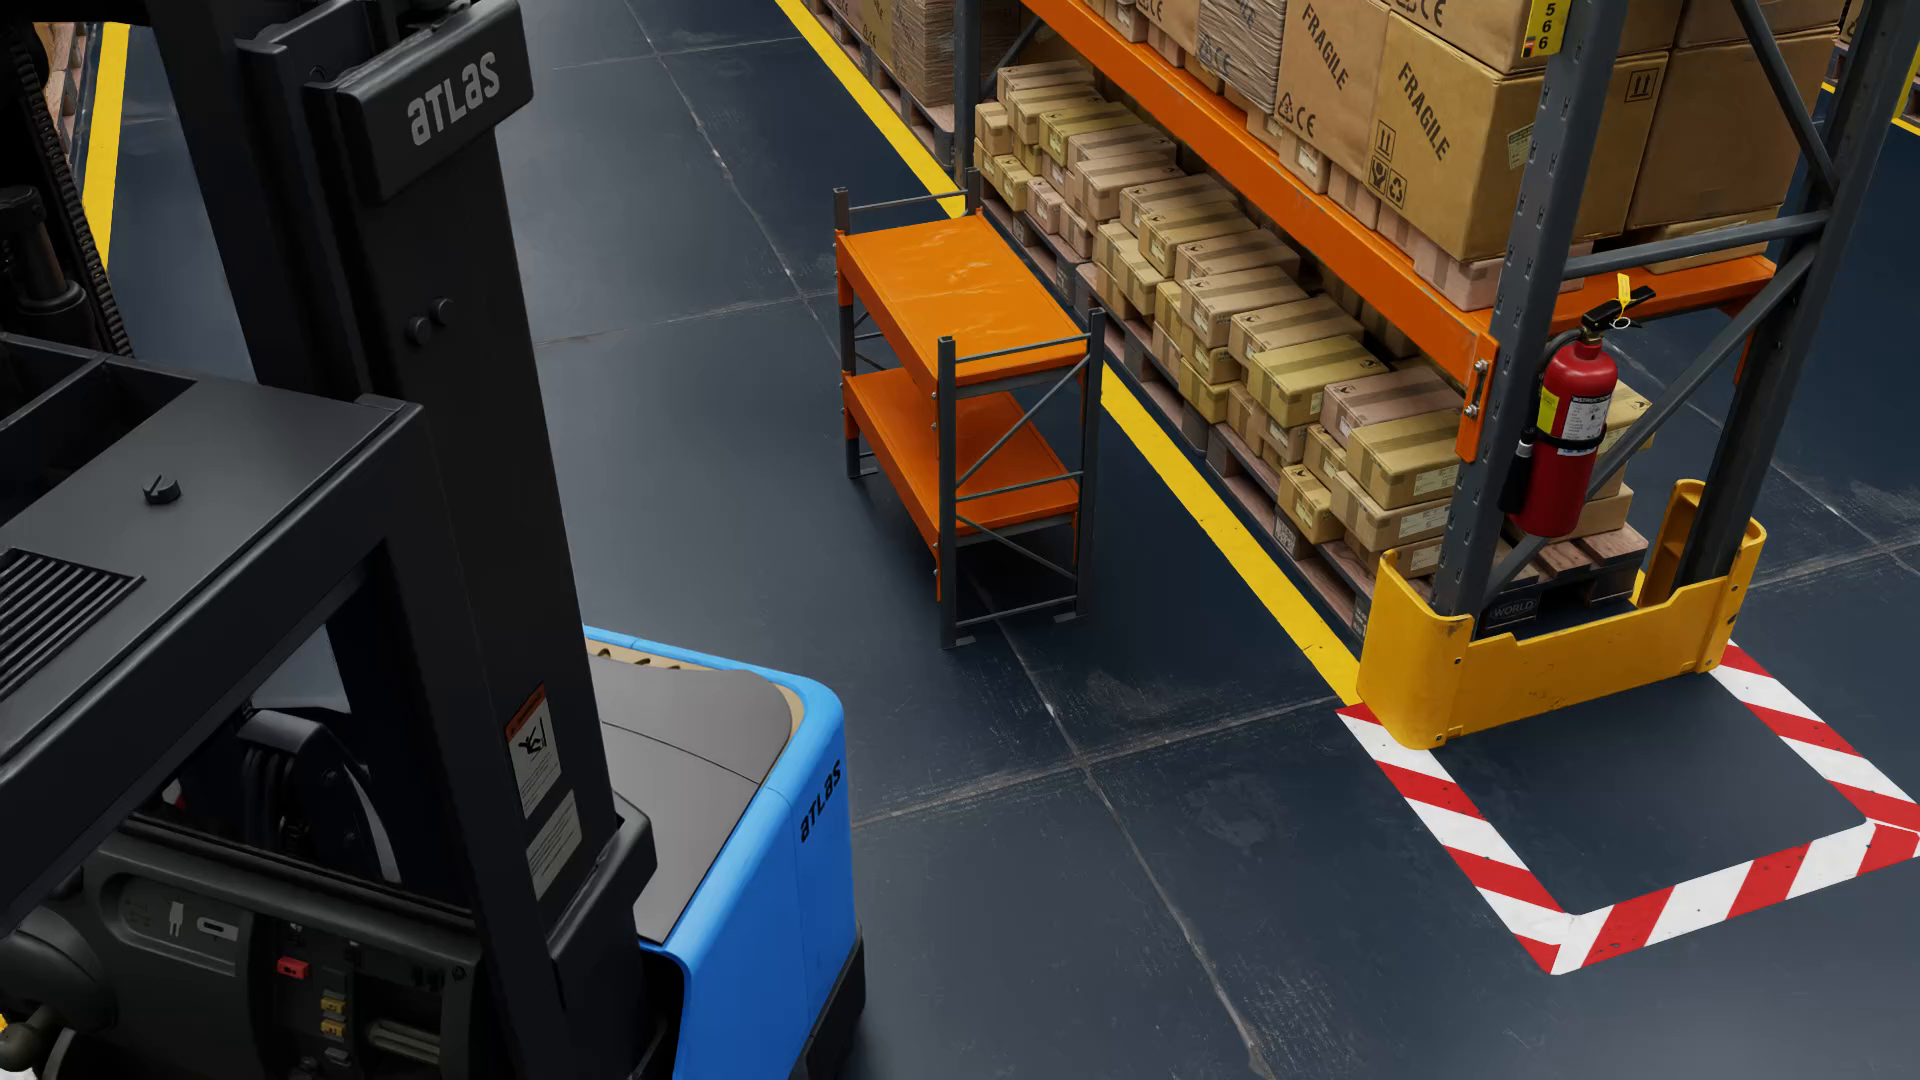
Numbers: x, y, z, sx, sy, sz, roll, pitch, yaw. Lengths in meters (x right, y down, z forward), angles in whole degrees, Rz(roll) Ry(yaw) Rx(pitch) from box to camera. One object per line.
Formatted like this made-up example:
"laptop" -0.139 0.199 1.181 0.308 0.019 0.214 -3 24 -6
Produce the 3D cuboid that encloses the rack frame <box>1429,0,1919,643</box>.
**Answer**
"rack frame" 1.838 -0.739 4.238 1.000 3.000 0.127 -12 39 -16

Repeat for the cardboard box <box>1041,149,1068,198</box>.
"cardboard box" 0.575 -1.621 7.182 0.380 0.149 0.250 -13 39 -16

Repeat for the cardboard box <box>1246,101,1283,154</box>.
"cardboard box" 1.137 -1.345 5.252 0.380 0.149 0.250 -14 39 -18

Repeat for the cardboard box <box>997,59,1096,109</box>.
"cardboard box" 0.386 -2.028 7.475 0.380 0.149 0.250 -11 38 -14

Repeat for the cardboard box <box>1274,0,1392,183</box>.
"cardboard box" 1.269 -1.390 4.772 0.500 0.500 0.500 -13 39 -17

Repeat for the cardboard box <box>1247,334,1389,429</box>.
"cardboard box" 1.177 -0.526 5.481 0.380 0.149 0.250 -13 39 -17

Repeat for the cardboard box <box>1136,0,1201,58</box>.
"cardboard box" 0.924 -1.959 5.527 0.500 0.500 0.500 -11 38 -14

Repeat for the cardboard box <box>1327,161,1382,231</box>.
"cardboard box" 1.310 -1.051 4.861 0.380 0.149 0.250 -13 39 -16

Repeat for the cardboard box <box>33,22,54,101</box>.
"cardboard box" -5.065 -2.583 8.103 0.875 0.875 0.875 -12 39 -15

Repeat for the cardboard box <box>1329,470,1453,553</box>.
"cardboard box" 1.389 -0.126 5.197 0.380 0.149 0.250 -13 39 -17

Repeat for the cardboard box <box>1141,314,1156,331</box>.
"cardboard box" 0.932 -0.898 6.470 0.380 0.149 0.250 -11 38 -15

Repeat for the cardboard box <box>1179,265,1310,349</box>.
"cardboard box" 1.003 -0.826 5.879 0.380 0.149 0.250 -11 38 -14

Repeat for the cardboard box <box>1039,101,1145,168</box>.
"cardboard box" 0.558 -1.727 7.076 0.380 0.149 0.250 -13 39 -17

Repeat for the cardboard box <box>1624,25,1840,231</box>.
"cardboard box" 1.943 -1.208 4.531 0.500 0.500 0.500 -11 38 -14

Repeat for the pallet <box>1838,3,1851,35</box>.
"pallet" 4.817 -3.275 9.922 1.003 0.211 1.213 -12 39 -16

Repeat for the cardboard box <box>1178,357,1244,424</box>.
"cardboard box" 1.024 -0.581 6.049 0.380 0.149 0.250 -14 39 -18

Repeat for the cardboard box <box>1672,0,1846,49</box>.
"cardboard box" 1.933 -1.606 4.227 0.500 0.500 0.500 -13 39 -16

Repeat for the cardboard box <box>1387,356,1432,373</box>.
"cardboard box" 1.690 -0.522 5.723 0.380 0.149 0.250 -12 39 -15

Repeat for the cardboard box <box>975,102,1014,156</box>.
"cardboard box" 0.286 -1.875 7.520 0.380 0.149 0.250 -11 38 -14

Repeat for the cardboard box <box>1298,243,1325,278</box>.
"cardboard box" 1.505 -1.111 6.258 0.380 0.149 0.250 -12 39 -15

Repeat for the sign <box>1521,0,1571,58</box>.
"sign" 1.310 -1.224 3.657 0.100 0.325 0.005 -12 39 -16

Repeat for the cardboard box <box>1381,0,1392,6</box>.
"cardboard box" 1.273 -1.790 4.472 0.500 0.500 0.500 -14 39 -17

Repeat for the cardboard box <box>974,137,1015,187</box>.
"cardboard box" 0.285 -1.755 7.608 0.380 0.149 0.250 -14 39 -18

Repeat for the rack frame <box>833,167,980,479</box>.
"rack frame" -0.173 -0.733 5.788 0.500 1.125 0.032 -12 39 -16

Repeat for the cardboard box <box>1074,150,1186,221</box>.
"cardboard box" 0.680 -1.424 6.673 0.380 0.149 0.250 -12 39 -15

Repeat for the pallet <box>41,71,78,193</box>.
"pallet" -4.911 -1.913 8.115 1.003 0.211 1.213 -12 39 -16

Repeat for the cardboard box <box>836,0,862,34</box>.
"cardboard box" -0.378 -3.114 9.120 0.500 0.500 0.500 -13 39 -17

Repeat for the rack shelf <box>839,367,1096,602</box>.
"rack shelf" 0.002 -0.250 5.554 0.538 0.278 1.000 -12 39 -16

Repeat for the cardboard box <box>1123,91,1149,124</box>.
"cardboard box" 0.954 -1.982 7.414 0.380 0.149 0.250 -12 39 -15

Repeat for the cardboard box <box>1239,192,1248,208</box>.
"cardboard box" 1.346 -1.397 6.637 0.380 0.149 0.250 -14 39 -18

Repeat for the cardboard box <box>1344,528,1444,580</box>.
"cardboard box" 1.461 -0.022 5.307 0.380 0.149 0.250 -12 39 -15

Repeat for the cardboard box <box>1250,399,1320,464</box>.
"cardboard box" 1.208 -0.419 5.586 0.380 0.149 0.250 -14 39 -18

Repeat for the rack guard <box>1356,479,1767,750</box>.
"rack guard" 1.812 0.217 5.047 1.175 0.500 0.348 -12 39 -16

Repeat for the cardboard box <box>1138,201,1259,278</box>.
"cardboard box" 0.899 -1.140 6.296 0.380 0.149 0.250 -12 39 -16

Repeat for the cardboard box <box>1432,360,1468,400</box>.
"cardboard box" 1.769 -0.503 5.450 0.380 0.149 0.250 -12 39 -15

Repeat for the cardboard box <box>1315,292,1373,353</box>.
"cardboard box" 1.523 -0.820 6.119 0.380 0.149 0.250 -14 39 -18

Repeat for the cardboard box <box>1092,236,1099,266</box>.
"cardboard box" 0.771 -1.198 6.867 0.380 0.149 0.250 -14 39 -18

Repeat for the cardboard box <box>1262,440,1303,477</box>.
"cardboard box" 1.268 -0.314 5.694 0.380 0.149 0.250 -13 39 -16

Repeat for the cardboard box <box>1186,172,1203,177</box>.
"cardboard box" 1.076 -1.574 7.120 0.380 0.149 0.250 -12 39 -16

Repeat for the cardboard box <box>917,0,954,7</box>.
"cardboard box" -0.032 -2.836 8.127 0.500 0.250 0.500 -13 39 -17

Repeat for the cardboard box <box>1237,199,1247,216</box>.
"cardboard box" 1.256 -1.279 6.728 0.380 0.149 0.250 -14 39 -18

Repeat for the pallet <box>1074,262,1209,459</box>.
"pallet" 1.150 -0.822 6.666 1.003 0.211 1.213 -12 39 -16

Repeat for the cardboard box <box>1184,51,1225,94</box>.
"cardboard box" 0.993 -1.657 5.665 0.380 0.149 0.250 -12 39 -15

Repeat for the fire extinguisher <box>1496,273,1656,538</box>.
"fire extinguisher" 1.491 -0.321 4.058 0.296 0.674 0.183 -12 39 -16

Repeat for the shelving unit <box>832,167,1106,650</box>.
"shelving unit" 0.002 -0.445 5.407 0.538 1.125 1.048 -12 39 -16

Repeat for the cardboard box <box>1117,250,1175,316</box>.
"cardboard box" 0.826 -1.007 6.367 0.380 0.149 0.250 -12 39 -15

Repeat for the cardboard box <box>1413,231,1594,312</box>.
"cardboard box" 1.461 -0.764 4.480 0.380 0.149 0.250 -12 39 -16

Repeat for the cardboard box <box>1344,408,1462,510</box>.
"cardboard box" 1.418 -0.252 5.118 0.380 0.149 0.250 -12 39 -15

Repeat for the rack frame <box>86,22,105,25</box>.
"rack frame" -5.528 -4.176 8.801 1.000 3.000 0.127 -12 39 -16

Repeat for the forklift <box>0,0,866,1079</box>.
"forklift" -1.194 0.740 2.331 1.130 2.935 3.031 12 39 15

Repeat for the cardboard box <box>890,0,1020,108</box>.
"cardboard box" -0.030 -2.534 8.349 0.500 0.500 0.500 -13 39 -17

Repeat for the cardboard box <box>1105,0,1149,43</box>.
"cardboard box" 0.751 -1.937 6.037 0.380 0.149 0.250 -11 38 -14

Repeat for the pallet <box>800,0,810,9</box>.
"pallet" -0.647 -3.703 10.490 1.003 0.211 1.213 -12 39 -16

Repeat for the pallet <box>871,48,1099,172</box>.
"pallet" 0.192 -2.324 8.660 1.003 0.211 1.213 -12 39 -16

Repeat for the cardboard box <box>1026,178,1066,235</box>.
"cardboard box" 0.511 -1.475 7.236 0.380 0.149 0.250 -13 39 -16

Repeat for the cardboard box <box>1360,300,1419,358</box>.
"cardboard box" 1.639 -0.795 5.838 0.380 0.149 0.250 -14 39 -18

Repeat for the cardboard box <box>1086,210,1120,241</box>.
"cardboard box" 0.738 -1.307 6.766 0.380 0.149 0.250 -11 38 -14

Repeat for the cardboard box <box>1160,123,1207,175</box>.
"cardboard box" 1.062 -1.680 7.013 0.380 0.149 0.250 -11 38 -14

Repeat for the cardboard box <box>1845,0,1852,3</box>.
"cardboard box" 4.914 -3.645 9.513 1.225 0.875 0.875 -12 39 -16

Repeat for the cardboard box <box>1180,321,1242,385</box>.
"cardboard box" 1.018 -0.709 5.971 0.380 0.149 0.250 -12 39 -15
